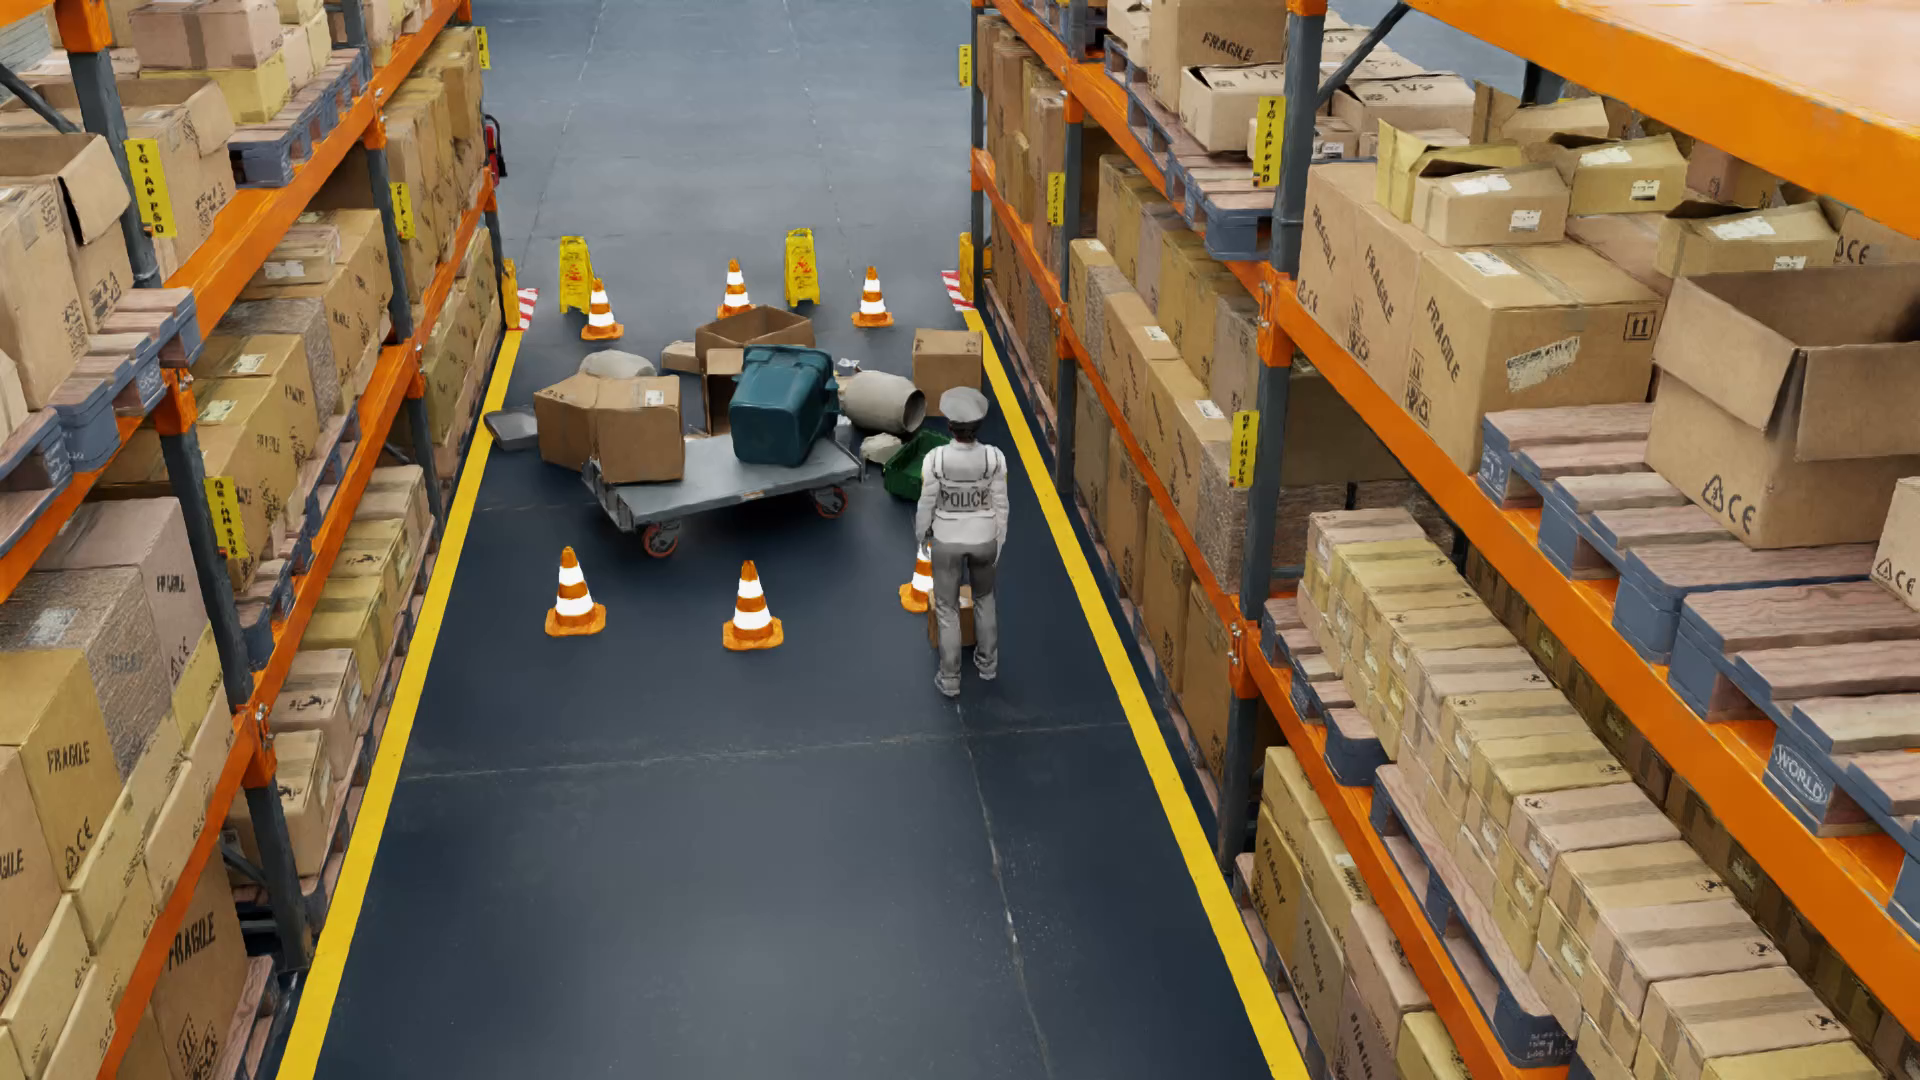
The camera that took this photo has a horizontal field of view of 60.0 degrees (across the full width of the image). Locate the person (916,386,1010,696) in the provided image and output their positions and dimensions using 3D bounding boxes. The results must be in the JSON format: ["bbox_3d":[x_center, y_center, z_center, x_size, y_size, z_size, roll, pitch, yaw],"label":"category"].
[{"bbox_3d":[0.010,-0.001,8.622,0.473,1.690,0.432,-3,27,-6],"label":"person"}]
